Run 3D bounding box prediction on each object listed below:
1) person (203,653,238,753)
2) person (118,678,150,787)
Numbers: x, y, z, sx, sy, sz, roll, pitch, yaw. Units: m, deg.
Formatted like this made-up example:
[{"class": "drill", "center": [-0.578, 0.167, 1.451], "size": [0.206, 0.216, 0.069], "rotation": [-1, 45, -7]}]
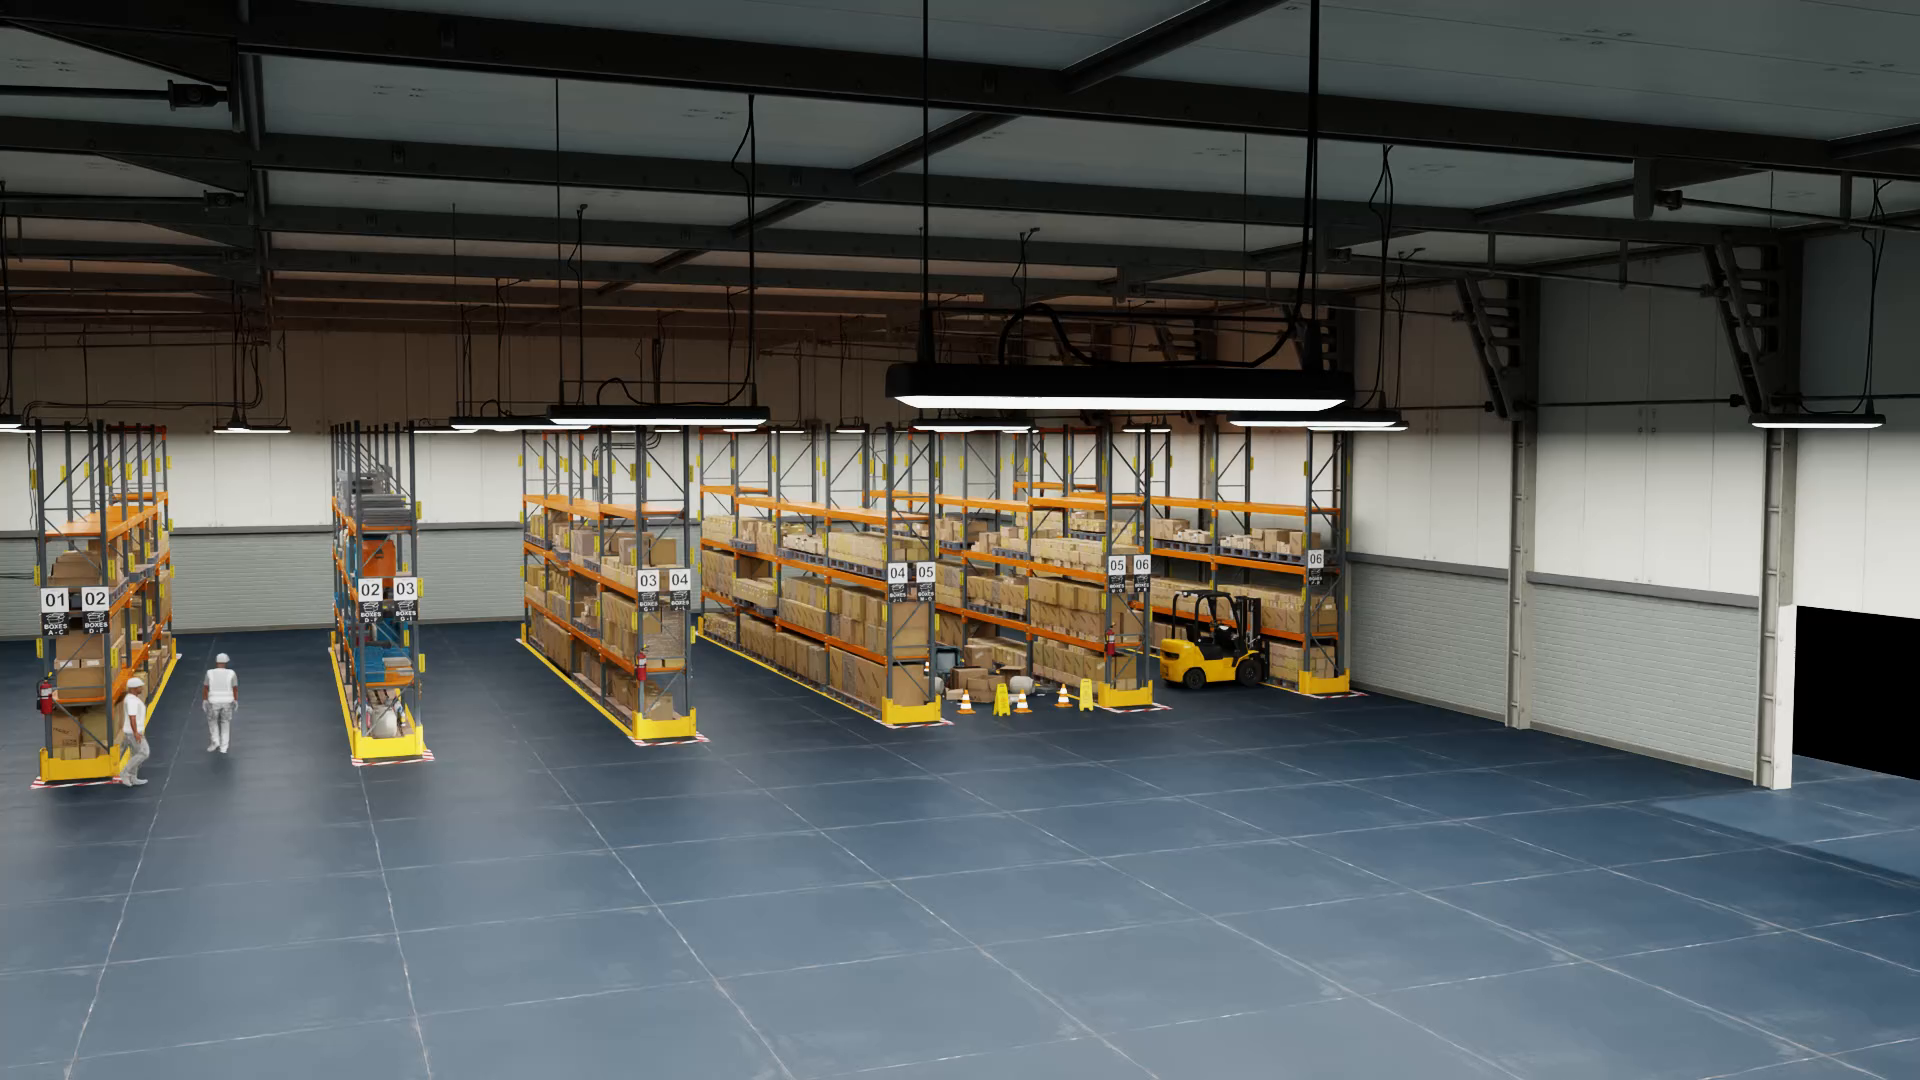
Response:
[{"class": "person", "center": [-13.376, 2.941, 30.085], "size": [0.592, 1.779, 0.424], "rotation": [-1, 4, -22]}, {"class": "person", "center": [-13.487, 3.127, 27.113], "size": [0.480, 1.764, 0.603], "rotation": [-2, 4, -25]}]
